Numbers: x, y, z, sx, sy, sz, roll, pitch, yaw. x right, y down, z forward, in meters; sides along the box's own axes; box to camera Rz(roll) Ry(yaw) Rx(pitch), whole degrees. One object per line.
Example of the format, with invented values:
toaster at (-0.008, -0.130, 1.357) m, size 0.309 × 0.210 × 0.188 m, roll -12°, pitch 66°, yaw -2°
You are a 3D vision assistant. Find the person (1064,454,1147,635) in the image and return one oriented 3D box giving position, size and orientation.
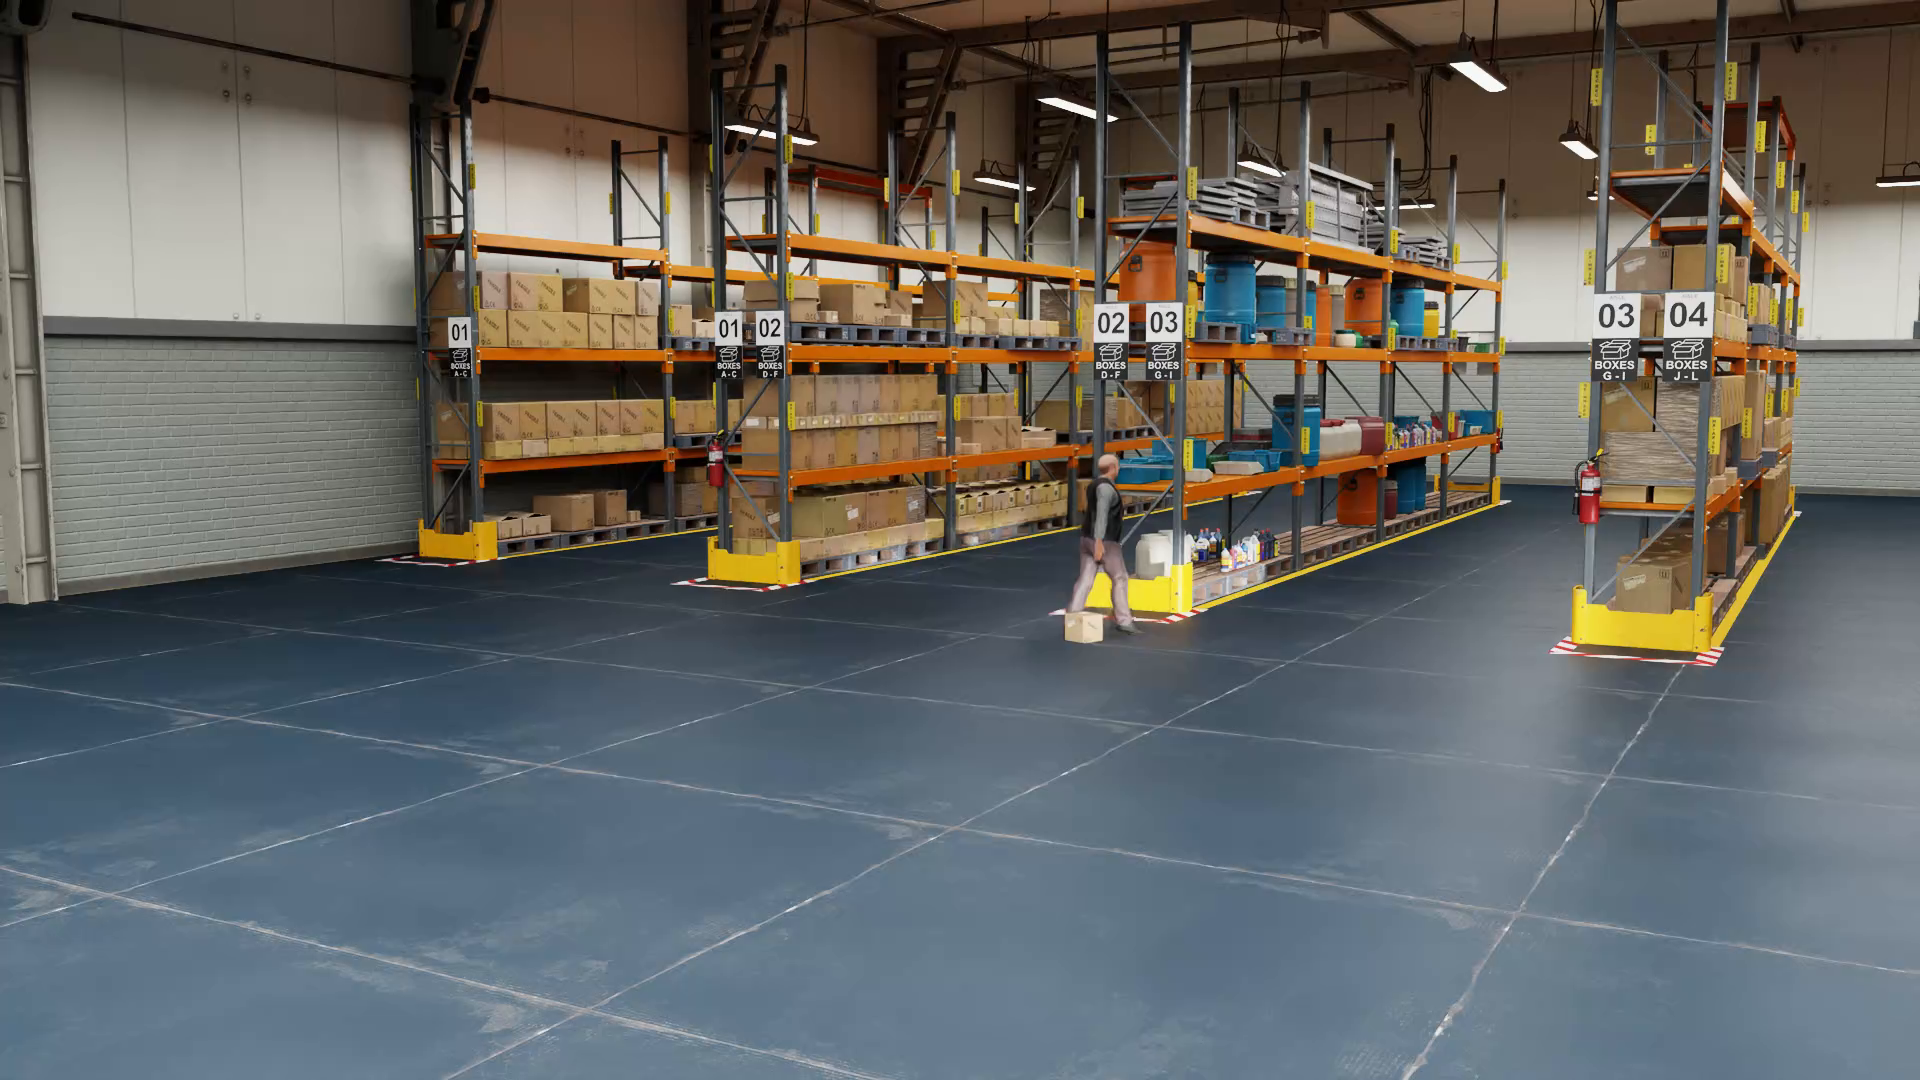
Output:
person at (1.355, 0.045, 15.872) m, size 0.779 × 1.724 × 0.565 m, roll -2°, pitch 6°, yaw -19°
